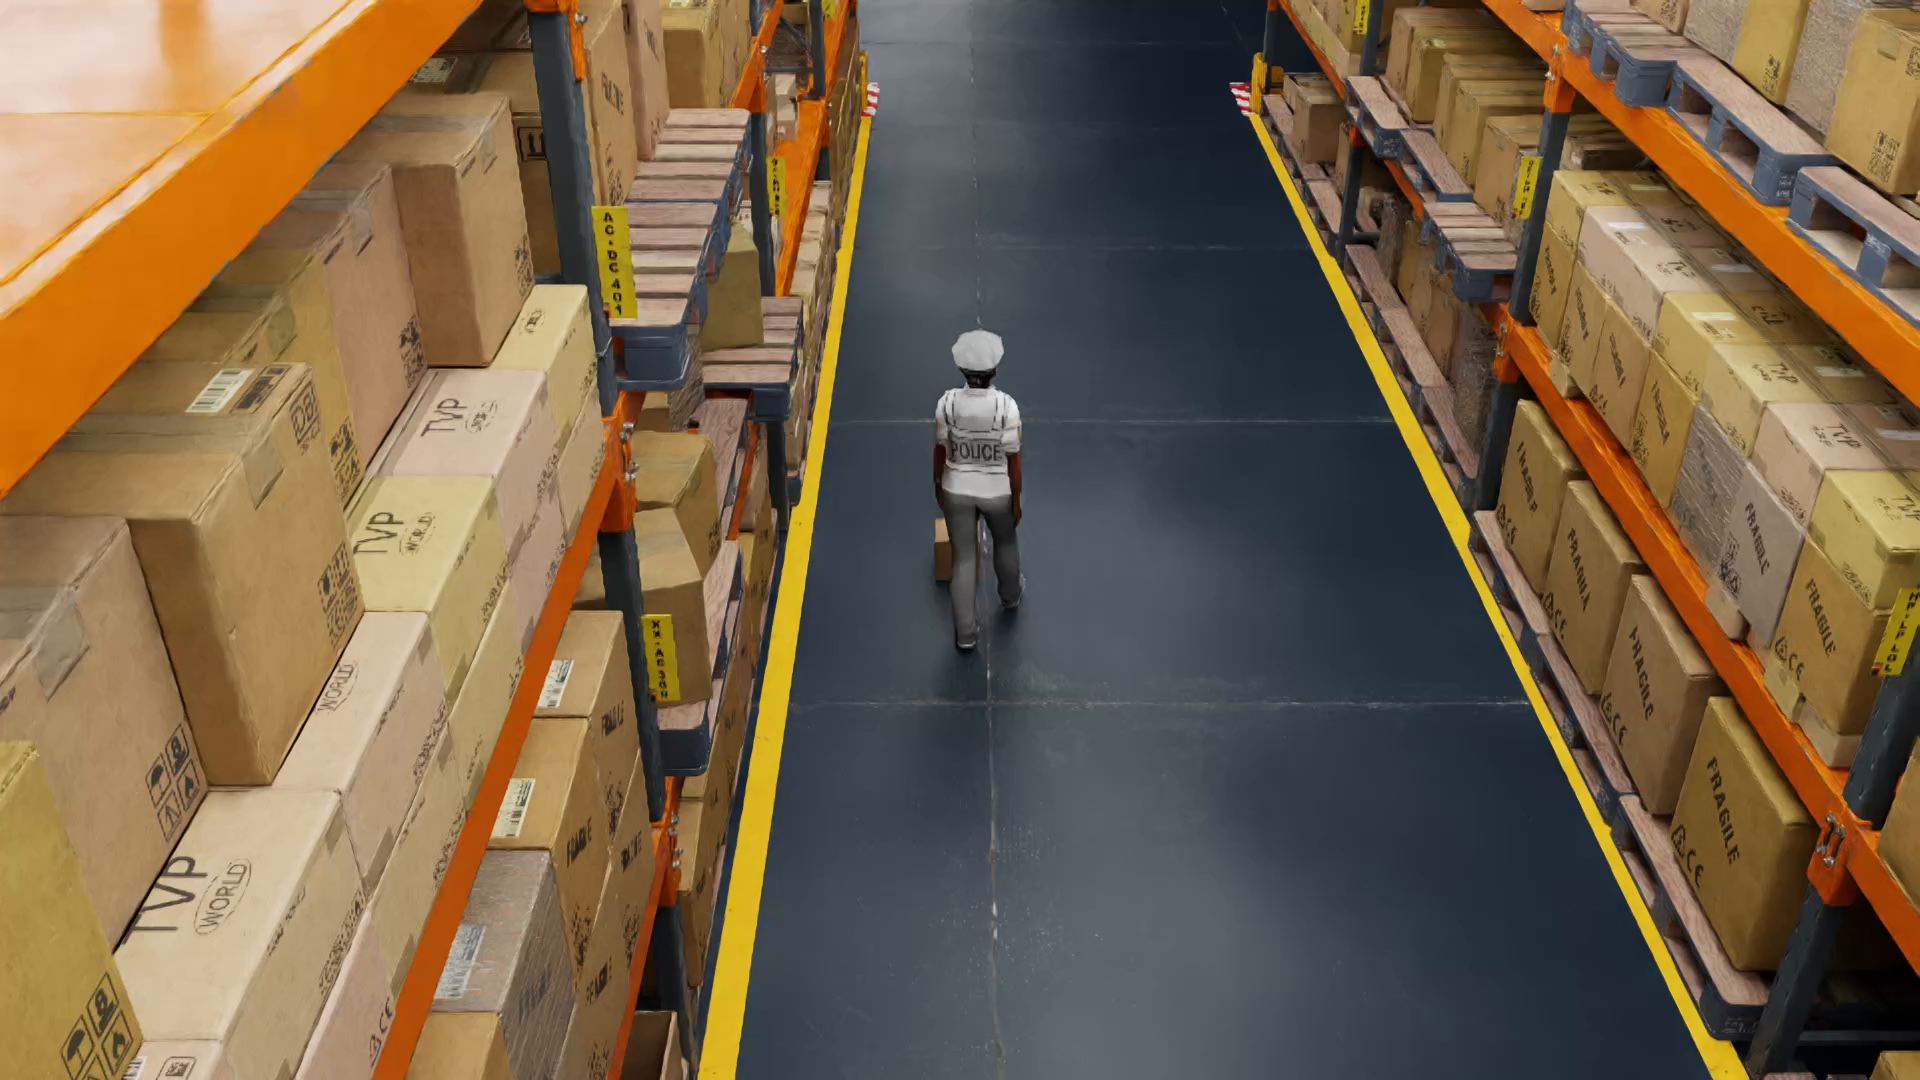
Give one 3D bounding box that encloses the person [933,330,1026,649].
[{"bbox_3d":[0.103,-0.312,8.409,0.455,1.676,0.683,3,32,5],"label":"person"}]
